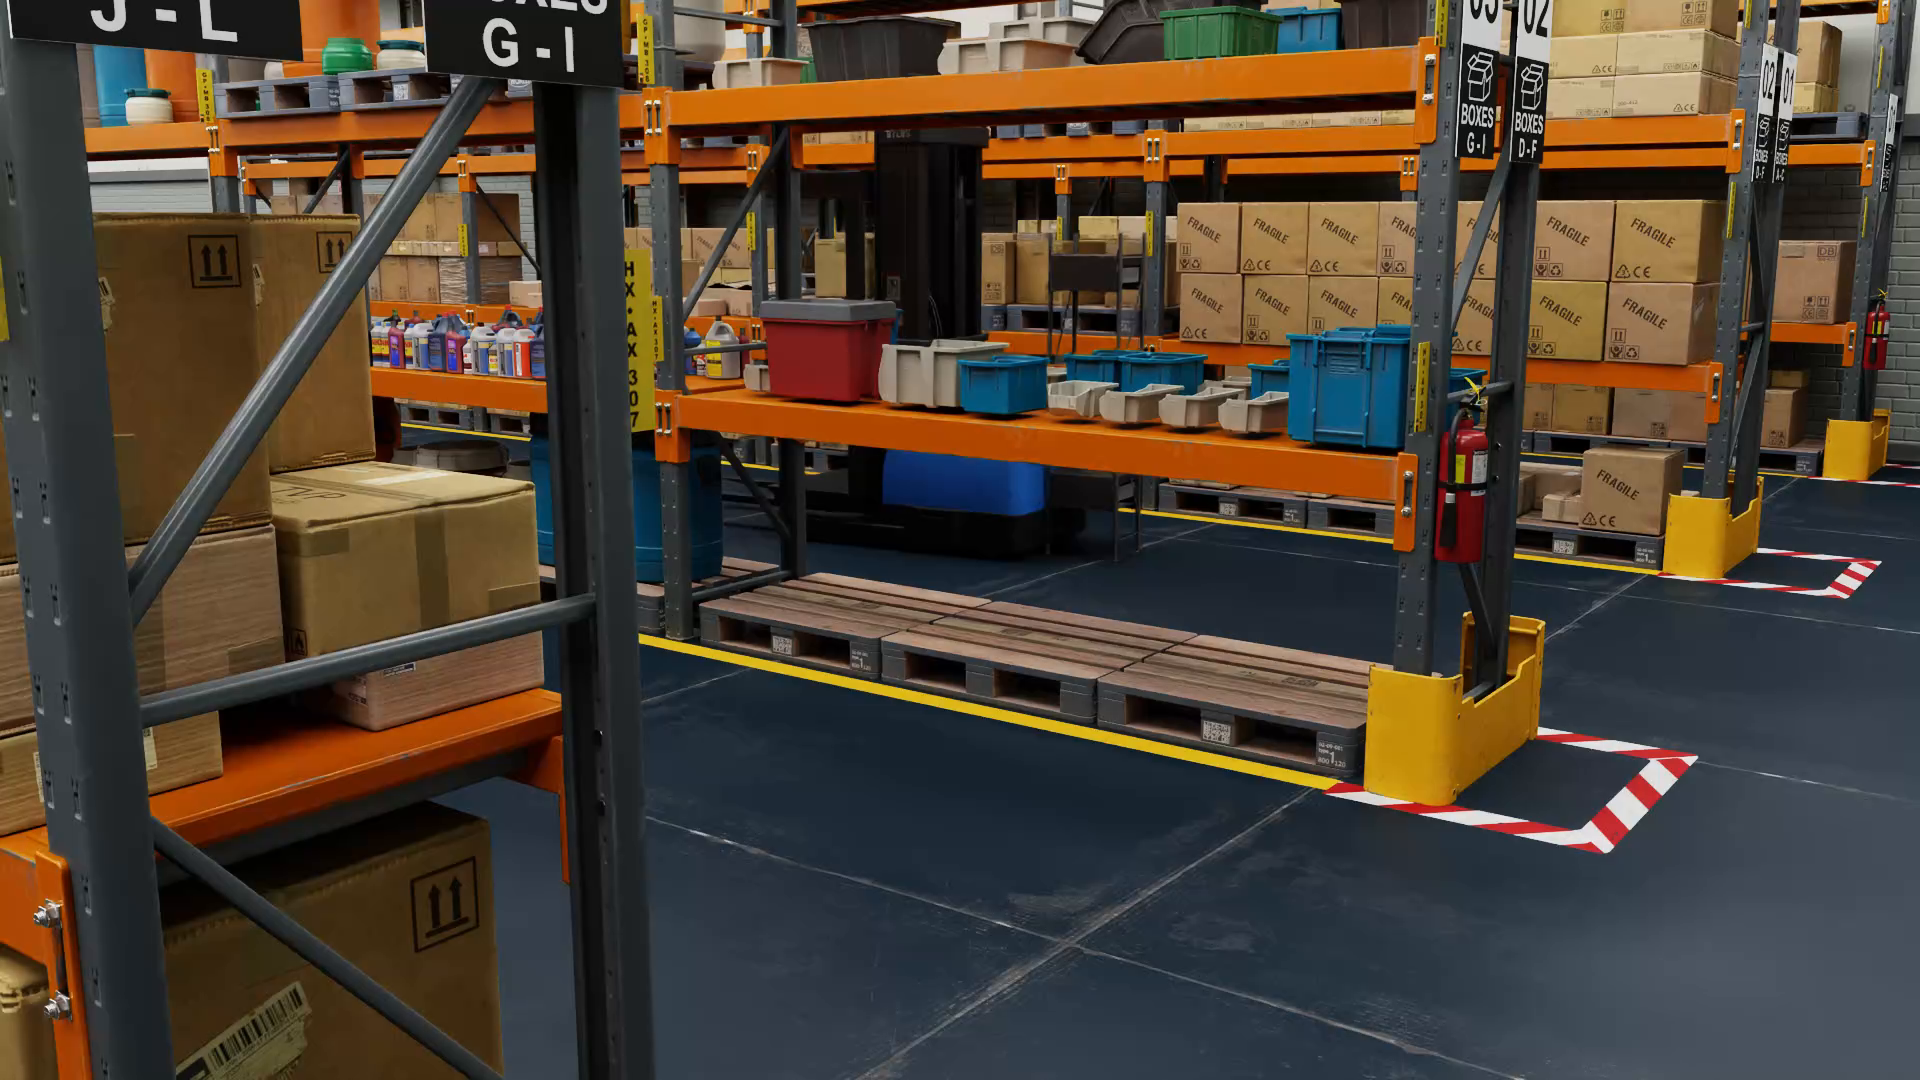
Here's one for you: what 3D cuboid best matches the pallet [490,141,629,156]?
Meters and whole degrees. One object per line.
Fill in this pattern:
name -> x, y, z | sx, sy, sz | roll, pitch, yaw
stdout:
pallet -> -4.010, -3.955, 16.682 | 1.217, 0.209, 0.805 | 7, 13, 33

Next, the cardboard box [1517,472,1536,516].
cardboard box -> 3.611, -0.325, 11.394 | 0.500, 0.250, 0.500 | 8, 13, 36

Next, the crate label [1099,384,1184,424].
crate label -> 0.780, -0.593, 7.232 | 0.243, 0.136, 0.396 | 8, 13, 36

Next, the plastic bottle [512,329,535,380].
plastic bottle -> -2.426, -1.048, 9.375 | 0.135, 0.276, 0.152 | 8, 13, 36

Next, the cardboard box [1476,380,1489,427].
cardboard box -> 5.190, -1.412, 16.406 | 0.500, 0.500, 0.700 | 8, 14, 36

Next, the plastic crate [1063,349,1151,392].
plastic crate -> 0.701, -0.774, 7.914 | 0.300, 0.233, 0.416 | 8, 13, 36

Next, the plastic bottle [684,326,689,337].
plastic bottle -> -1.658, -1.107, 9.679 | 0.135, 0.276, 0.152 | 8, 13, 36

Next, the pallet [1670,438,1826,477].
pallet -> 7.182, -0.792, 15.067 | 1.213, 0.211, 1.003 | 8, 13, 36

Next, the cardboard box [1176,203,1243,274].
cardboard box -> 1.932, -2.218, 12.201 | 0.500, 0.500, 0.500 | 8, 14, 37

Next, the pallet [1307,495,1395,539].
pallet -> 3.260, -0.190, 11.958 | 1.213, 0.211, 1.003 | 8, 13, 36

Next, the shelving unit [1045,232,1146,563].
shelving unit -> 0.882, -0.937, 10.844 | 0.503, 2.100, 0.431 | 6, 13, 29

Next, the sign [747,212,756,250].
sign -> -1.831, -2.707, 14.575 | 0.005, 0.325, 0.100 | 8, 13, 36

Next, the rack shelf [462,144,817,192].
rack shelf -> -3.117, -3.568, 16.072 | 4.000, 0.370, 1.077 | 8, 13, 36

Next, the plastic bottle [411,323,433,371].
plastic bottle -> -3.165, -1.151, 9.907 | 0.135, 0.276, 0.152 | 8, 13, 36

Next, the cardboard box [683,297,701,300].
cardboard box -> -2.566, -2.235, 15.847 | 0.250, 0.149, 0.380 | 9, 14, 40

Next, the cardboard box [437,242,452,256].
cardboard box -> -5.273, -3.067, 17.514 | 0.250, 0.149, 0.380 | 8, 13, 34

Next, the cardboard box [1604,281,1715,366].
cardboard box -> 4.421, -1.382, 10.513 | 0.500, 0.500, 0.500 | 8, 14, 37

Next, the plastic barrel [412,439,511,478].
plastic barrel -> -3.125, -0.309, 10.471 | 0.708, 0.588, 0.600 | 8, 13, 36

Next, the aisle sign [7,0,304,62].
aisle sign -> -1.043, -1.030, 2.114 | 0.004, 0.787, 0.394 | 8, 13, 36

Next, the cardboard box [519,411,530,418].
cardboard box -> -4.139, -1.389, 16.944 | 0.500, 0.250, 0.500 | 8, 14, 37

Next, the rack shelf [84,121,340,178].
rack shelf -> -6.052, -2.810, 12.155 | 4.000, 0.370, 1.077 | 8, 13, 36

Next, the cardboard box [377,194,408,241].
cardboard box -> -5.902, -3.521, 18.155 | 0.500, 0.500, 0.700 | 8, 13, 36

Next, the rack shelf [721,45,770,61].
rack shelf -> -3.412, -6.248, 22.034 | 4.000, 0.370, 1.077 | 8, 13, 36

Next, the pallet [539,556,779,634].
pallet -> -1.813, 0.260, 9.631 | 1.213, 0.211, 1.003 | 8, 13, 36

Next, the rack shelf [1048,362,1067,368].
rack shelf -> 0.882, -0.924, 10.847 | 0.480, 0.518, 0.431 | 6, 13, 29

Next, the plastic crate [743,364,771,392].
plastic crate -> -0.925, -0.842, 8.520 | 0.243, 0.136, 0.396 | 8, 13, 36

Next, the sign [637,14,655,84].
sign -> -1.543, -2.409, 8.164 | 0.005, 0.325, 0.100 | 8, 13, 36

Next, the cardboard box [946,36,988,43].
cardboard box -> 0.280, -3.768, 13.582 | 0.600, 0.600, 0.600 | 7, 13, 33

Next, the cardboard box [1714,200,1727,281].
cardboard box -> 4.742, -1.954, 10.839 | 0.500, 0.500, 0.500 | 8, 14, 37

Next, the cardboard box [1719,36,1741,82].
cardboard box -> 4.683, -3.066, 10.664 | 0.500, 0.250, 0.500 | 8, 13, 36

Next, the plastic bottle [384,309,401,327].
plastic bottle -> -3.861, -1.428, 11.322 | 0.133, 0.283, 0.061 | 8, 13, 36

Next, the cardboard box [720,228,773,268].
cardboard box -> -2.770, -3.798, 21.630 | 0.500, 0.500, 0.500 | 8, 13, 35

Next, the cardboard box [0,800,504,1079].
cardboard box -> -1.487, 0.969, 3.111 | 0.875, 0.875, 0.875 | 8, 13, 36

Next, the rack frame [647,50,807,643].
rack frame -> -1.216, -1.016, 8.884 | 0.127, 3.000, 1.000 | 8, 13, 36

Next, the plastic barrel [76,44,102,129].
plastic barrel -> -6.598, -3.537, 12.697 | 0.600, 0.901, 0.600 | 0, 11, 0

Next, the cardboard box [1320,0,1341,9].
cardboard box -> 2.859, -3.605, 11.472 | 0.500, 0.500, 0.700 | 8, 13, 36

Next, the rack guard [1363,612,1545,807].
rack guard -> 2.035, 0.662, 6.794 | 0.348, 0.500, 1.175 | 8, 13, 36

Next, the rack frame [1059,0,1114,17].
rack frame -> 1.424, -5.928, 18.479 | 0.127, 3.000, 1.000 | 8, 13, 36

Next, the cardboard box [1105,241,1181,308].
cardboard box -> 1.470, -2.117, 13.205 | 0.500, 0.500, 0.700 | 3, 11, 16

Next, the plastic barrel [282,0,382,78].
plastic barrel -> -3.984, -3.291, 10.511 | 0.708, 0.830, 0.600 | 8, 13, 36

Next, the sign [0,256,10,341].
sign -> -1.256, -0.411, 2.087 | 0.005, 0.325, 0.100 | 8, 13, 36

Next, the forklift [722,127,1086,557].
forklift -> -0.663, -1.511, 11.622 | 3.031, 2.935, 1.130 | 6, 13, 29

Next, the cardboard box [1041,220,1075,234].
cardboard box -> 1.128, -3.600, 19.112 | 0.250, 0.149, 0.380 | 6, 12, 28

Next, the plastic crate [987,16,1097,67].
plastic crate -> 0.405, -2.277, 7.818 | 0.530, 0.282, 0.437 | 8, 13, 36

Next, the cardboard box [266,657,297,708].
cardboard box -> -1.222, 0.196, 3.280 | 0.250, 0.149, 0.380 | 8, 13, 35

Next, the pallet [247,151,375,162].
pallet -> -7.398, -4.469, 19.068 | 1.213, 0.211, 1.003 | 8, 13, 36

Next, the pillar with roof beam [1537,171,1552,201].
pillar with roof beam -> 3.176, -4.873, 13.025 | 0.400, 9.000, 9.100 | 8, 13, 36

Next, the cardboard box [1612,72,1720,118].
cardboard box -> 4.373, -2.741, 10.297 | 0.500, 0.250, 0.500 | 8, 13, 36

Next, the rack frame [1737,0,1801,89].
rack frame -> 4.943, -4.270, 9.908 | 0.127, 3.000, 1.000 | 8, 13, 36

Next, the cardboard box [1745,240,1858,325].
cardboard box -> 7.455, -2.286, 14.660 | 0.700, 0.700, 0.980 | 9, 14, 38
